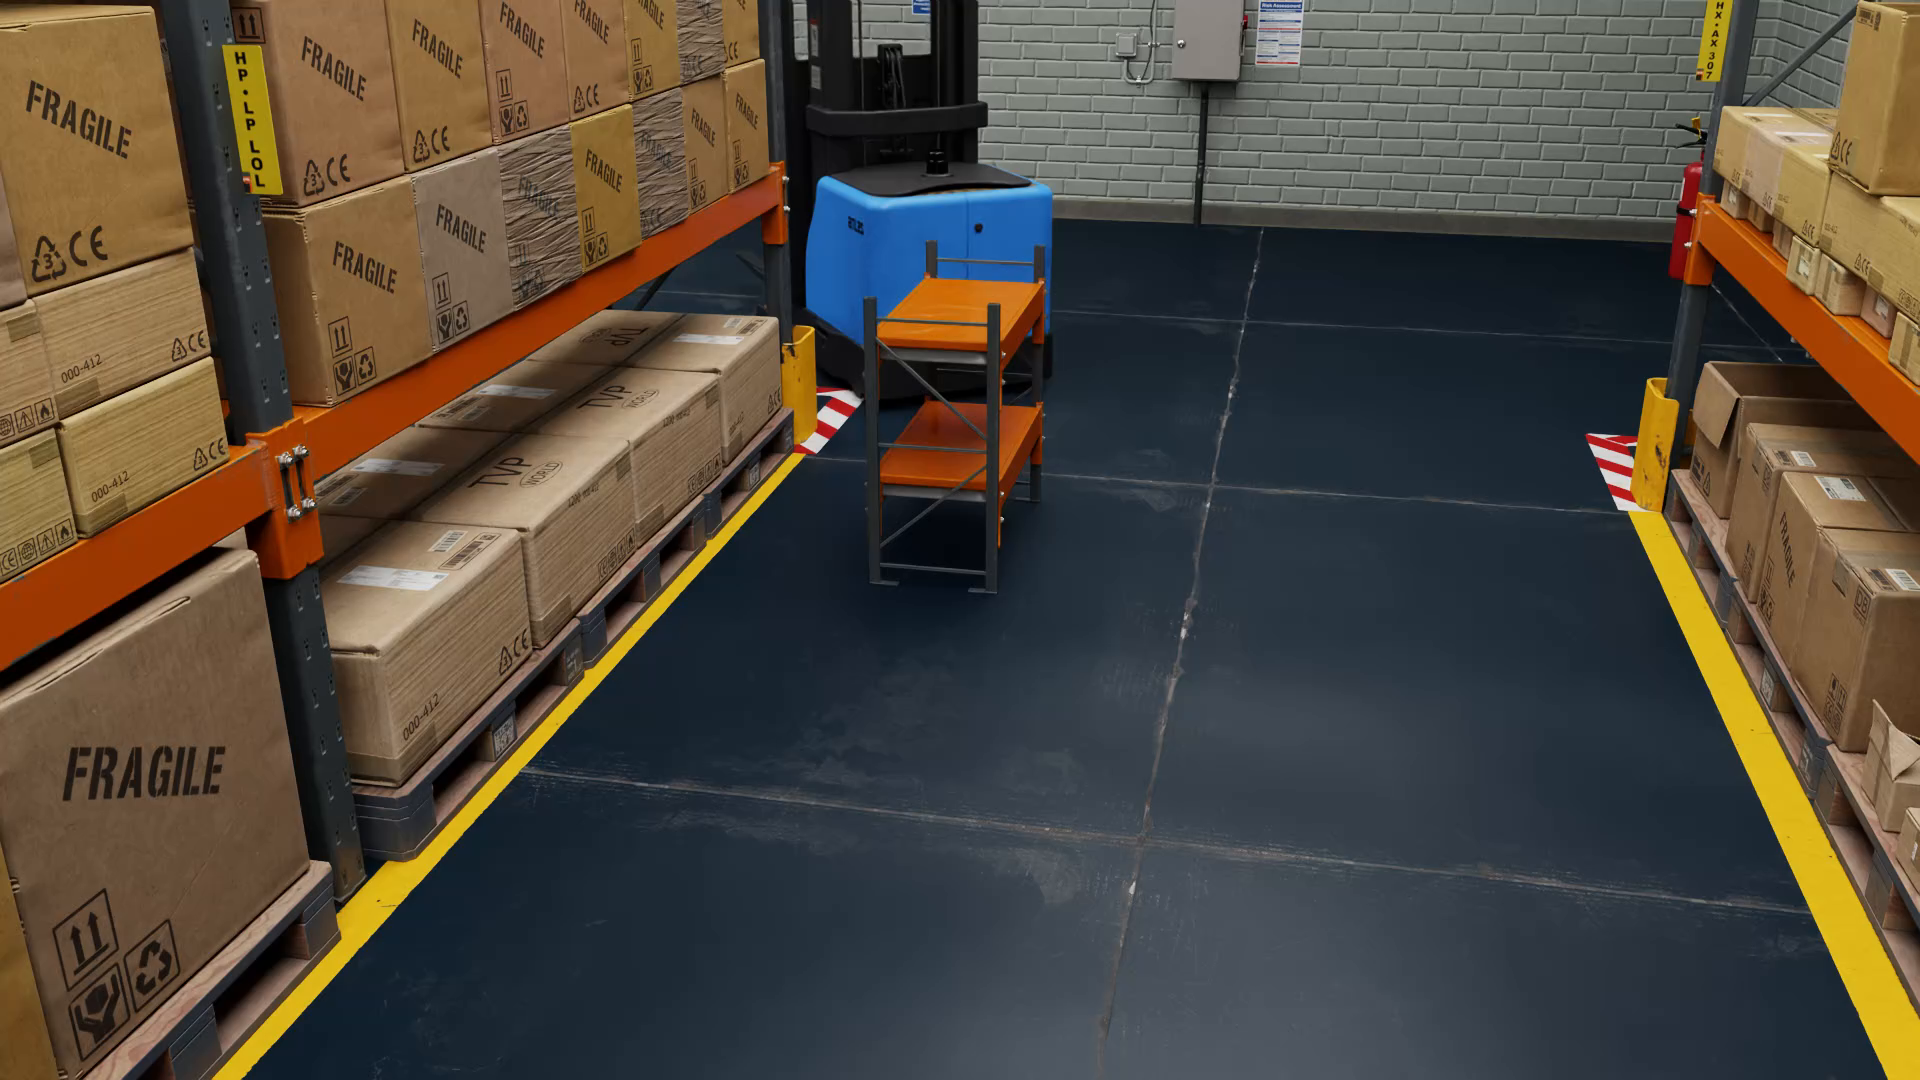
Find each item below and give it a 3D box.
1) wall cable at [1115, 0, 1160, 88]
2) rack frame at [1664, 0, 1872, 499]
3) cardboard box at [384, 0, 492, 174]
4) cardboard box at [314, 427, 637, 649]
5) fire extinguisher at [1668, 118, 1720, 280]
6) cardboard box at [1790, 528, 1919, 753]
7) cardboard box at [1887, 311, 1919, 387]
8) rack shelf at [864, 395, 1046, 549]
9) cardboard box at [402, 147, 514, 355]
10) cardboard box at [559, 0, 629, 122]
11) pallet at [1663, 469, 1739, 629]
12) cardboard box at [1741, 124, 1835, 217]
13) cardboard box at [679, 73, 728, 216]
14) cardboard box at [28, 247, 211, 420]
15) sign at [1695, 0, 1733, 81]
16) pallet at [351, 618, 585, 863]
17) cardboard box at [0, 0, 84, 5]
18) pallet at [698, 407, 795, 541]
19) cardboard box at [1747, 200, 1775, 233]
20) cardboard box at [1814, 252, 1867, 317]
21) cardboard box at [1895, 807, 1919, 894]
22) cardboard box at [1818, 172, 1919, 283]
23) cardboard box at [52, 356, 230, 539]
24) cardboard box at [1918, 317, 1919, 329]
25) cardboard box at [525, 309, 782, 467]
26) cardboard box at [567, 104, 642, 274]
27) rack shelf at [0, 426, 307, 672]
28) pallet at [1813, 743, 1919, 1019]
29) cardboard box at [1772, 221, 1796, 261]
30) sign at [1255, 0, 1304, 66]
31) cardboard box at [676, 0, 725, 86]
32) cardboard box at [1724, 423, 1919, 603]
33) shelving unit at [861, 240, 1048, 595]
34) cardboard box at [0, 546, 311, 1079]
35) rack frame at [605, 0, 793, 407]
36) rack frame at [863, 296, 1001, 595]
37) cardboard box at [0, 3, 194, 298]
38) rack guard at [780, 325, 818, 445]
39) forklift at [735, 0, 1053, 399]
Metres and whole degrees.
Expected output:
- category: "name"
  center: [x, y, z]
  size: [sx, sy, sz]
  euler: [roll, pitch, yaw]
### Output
- category: "wall cable"
  center: [1.214, -4.371, 12.332]
  size: [0.588, 1.984, 0.122]
  euler: [4, 22, 11]
- category: "rack frame"
  center: [3.555, -1.563, 6.719]
  size: [1.000, 3.000, 0.127]
  euler: [4, 22, 11]
- category: "cardboard box"
  center: [-1.678, -1.327, 4.661]
  size: [0.500, 0.500, 0.500]
  euler: [4, 22, 10]
- category: "cardboard box"
  center: [-1.706, -0.032, 5.786]
  size: [0.875, 0.438, 0.875]
  euler: [4, 22, 9]
- category: "fire extinguisher"
  center: [3.133, -1.443, 7.024]
  size: [0.296, 0.674, 0.183]
  euler: [4, 22, 11]
- category: "cardboard box"
  center: [2.913, 0.308, 4.858]
  size: [0.700, 0.500, 0.500]
  euler: [4, 22, 9]
- category: "cardboard box"
  center: [2.723, -0.502, 4.422]
  size: [0.380, 0.149, 0.250]
  euler: [4, 22, 10]
- category: "rack shelf"
  center: [0.001, -0.297, 6.741]
  size: [0.538, 0.278, 1.000]
  euler: [4, 22, 11]
- category: "cardboard box"
  center: [-1.662, -0.859, 4.836]
  size: [0.500, 0.500, 0.500]
  euler: [5, 22, 11]
- category: "cardboard box"
  center: [-1.457, -1.698, 5.581]
  size: [0.500, 0.500, 0.500]
  euler: [4, 22, 11]
- category: "pallet"
  center: [3.378, 0.050, 6.446]
  size: [1.003, 0.211, 1.213]
  euler: [4, 22, 11]
- category: "cardboard box"
  center: [3.096, -1.301, 5.872]
  size: [0.500, 0.250, 0.500]
  euler: [5, 22, 11]
- category: "cardboard box"
  center: [-1.261, -1.607, 6.695]
  size: [0.500, 0.500, 0.500]
  euler: [4, 22, 10]
- category: "cardboard box"
  center: [-1.973, -0.459, 3.511]
  size: [0.500, 0.250, 0.500]
  euler: [4, 22, 11]
- category: "sign"
  center: [3.024, -2.006, 6.659]
  size: [0.100, 0.325, 0.005]
  euler: [4, 22, 11]
- category: "pallet"
  center: [-1.889, 0.545, 5.219]
  size: [1.003, 0.211, 1.213]
  euler: [4, 22, 11]
- category: "cardboard box"
  center: [-2.295, -1.181, 4.298]
  size: [0.500, 0.500, 0.500]
  euler: [4, 22, 10]
- category: "pallet"
  center: [-1.391, -0.348, 7.435]
  size: [1.003, 0.211, 1.213]
  euler: [4, 22, 11]
- category: "cardboard box"
  center: [3.213, -1.250, 6.279]
  size: [0.380, 0.149, 0.250]
  euler: [5, 22, 12]
- category: "cardboard box"
  center: [2.874, -0.782, 5.116]
  size: [0.380, 0.149, 0.250]
  euler: [5, 22, 12]
- category: "cardboard box"
  center: [2.565, 0.802, 4.102]
  size: [0.380, 0.149, 0.250]
  euler: [4, 22, 9]
- category: "cardboard box"
  center: [2.913, -0.927, 4.943]
  size: [0.500, 0.250, 0.500]
  euler: [4, 22, 10]
- category: "cardboard box"
  center: [-1.966, -0.224, 3.595]
  size: [0.500, 0.250, 0.500]
  euler: [4, 22, 10]
- category: "cardboard box"
  center: [2.692, -0.557, 4.025]
  size: [0.500, 0.250, 0.500]
  euler: [5, 22, 11]
- category: "cardboard box"
  center: [-1.342, -0.697, 7.437]
  size: [0.875, 0.438, 0.875]
  euler: [4, 22, 9]
- category: "cardboard box"
  center: [-1.449, -1.228, 5.755]
  size: [0.500, 0.500, 0.500]
  euler: [5, 22, 13]
- category: "rack shelf"
  center: [-2.529, 0.588, 2.341]
  size: [1.077, 0.370, 4.000]
  euler: [4, 22, 11]
- category: "pallet"
  center: [2.880, 0.943, 4.231]
  size: [1.003, 0.211, 1.213]
  euler: [4, 22, 11]
- category: "cardboard box"
  center: [3.082, -1.064, 5.816]
  size: [0.380, 0.149, 0.250]
  euler: [5, 23, 13]
- category: "sign"
  center: [2.375, -3.784, 12.362]
  size: [0.329, 0.494, 0.001]
  euler: [4, 22, 11]
- category: "cardboard box"
  center: [-1.248, -2.062, 6.486]
  size: [0.500, 0.500, 0.500]
  euler: [5, 22, 11]
- category: "cardboard box"
  center: [3.125, -0.072, 5.801]
  size: [0.700, 0.500, 0.500]
  euler: [5, 23, 13]
- category: "shelving unit"
  center: [0.001, -0.524, 6.650]
  size: [0.538, 1.125, 1.048]
  euler: [4, 22, 11]
- category: "cardboard box"
  center: [-2.169, 0.547, 3.763]
  size: [0.875, 0.875, 0.875]
  euler: [5, 23, 13]
- category: "rack frame"
  center: [-1.305, -1.940, 7.655]
  size: [1.000, 3.000, 0.127]
  euler: [4, 22, 11]
- category: "rack frame"
  center: [-0.102, -0.338, 6.188]
  size: [0.500, 1.125, 0.032]
  euler: [4, 22, 11]
- category: "cardboard box"
  center: [-1.966, -0.805, 3.364]
  size: [0.500, 0.500, 0.500]
  euler: [5, 23, 13]
- category: "rack guard"
  center: [-1.300, -0.789, 8.144]
  size: [1.175, 0.500, 0.348]
  euler: [4, 22, 11]
- category: "forklift"
  center: [-0.565, -2.589, 9.358]
  size: [1.130, 2.935, 3.031]
  euler: [-9, 24, -22]
